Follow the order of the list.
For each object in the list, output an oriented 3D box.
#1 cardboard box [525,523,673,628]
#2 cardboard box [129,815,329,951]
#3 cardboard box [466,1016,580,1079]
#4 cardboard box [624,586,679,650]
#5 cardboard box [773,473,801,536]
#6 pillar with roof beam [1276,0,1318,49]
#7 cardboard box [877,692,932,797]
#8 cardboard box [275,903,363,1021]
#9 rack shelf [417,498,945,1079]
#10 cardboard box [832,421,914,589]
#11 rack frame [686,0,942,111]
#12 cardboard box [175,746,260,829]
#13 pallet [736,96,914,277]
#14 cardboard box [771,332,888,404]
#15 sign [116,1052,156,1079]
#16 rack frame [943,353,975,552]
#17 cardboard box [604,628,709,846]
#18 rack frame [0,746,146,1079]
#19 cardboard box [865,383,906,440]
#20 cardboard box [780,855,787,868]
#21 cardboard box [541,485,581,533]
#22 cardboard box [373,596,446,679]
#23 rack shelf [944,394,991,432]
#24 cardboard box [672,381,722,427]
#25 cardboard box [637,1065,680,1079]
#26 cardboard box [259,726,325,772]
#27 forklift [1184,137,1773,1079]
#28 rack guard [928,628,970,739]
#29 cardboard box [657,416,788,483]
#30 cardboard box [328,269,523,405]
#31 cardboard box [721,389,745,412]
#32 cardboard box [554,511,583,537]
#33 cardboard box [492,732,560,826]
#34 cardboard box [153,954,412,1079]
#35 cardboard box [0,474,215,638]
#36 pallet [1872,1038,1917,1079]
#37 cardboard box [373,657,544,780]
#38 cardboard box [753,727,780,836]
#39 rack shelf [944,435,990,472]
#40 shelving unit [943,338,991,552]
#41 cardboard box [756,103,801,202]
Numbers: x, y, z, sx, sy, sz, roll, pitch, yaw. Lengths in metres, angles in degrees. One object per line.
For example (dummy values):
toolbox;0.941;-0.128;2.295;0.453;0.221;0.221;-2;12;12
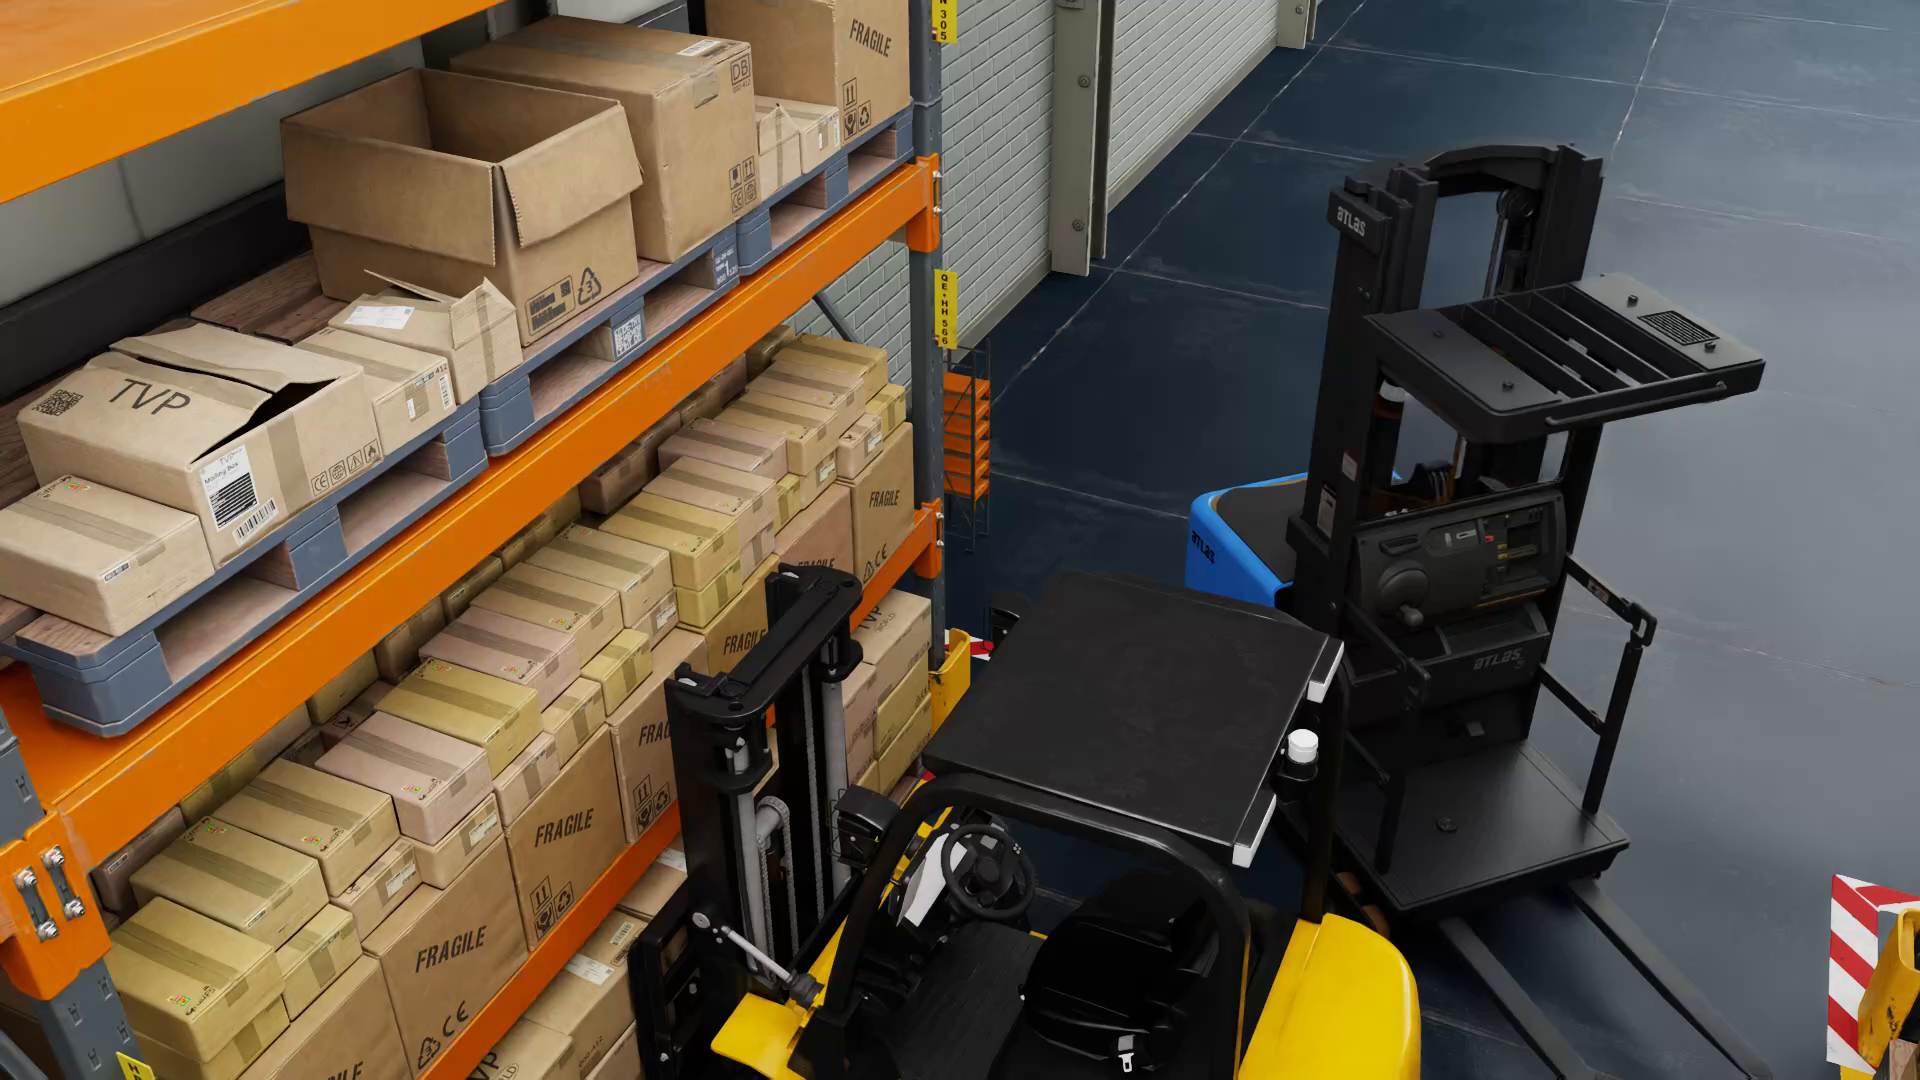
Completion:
cardboard box;-1.140;0.109;5.262;0.380;0.149;0.250;15;36;21
cardboard box;-1.804;0.864;4.112;0.380;0.149;0.250;15;36;21
cardboard box;-1.508;1.682;5.031;0.500;0.250;0.500;14;36;21
cardboard box;-1.136;0.227;5.354;0.380;0.149;0.250;14;36;20
cardboard box;-0.794;-0.151;5.931;0.380;0.149;0.250;14;36;20
pillar with roof beam;7.276;-7.803;12.812;9.100;9.000;0.400;14;36;20
cardboard box;-0.455;0.836;7.233;0.500;0.250;0.500;14;36;21
cardboard box;-1.739;1.006;4.166;0.380;0.149;0.250;15;36;22
rack shelf;-1.382;0.852;5.740;1.077;0.370;4.000;14;36;20
cardboard box;-0.512;-0.182;6.569;0.500;0.500;0.500;13;36;19
rack frame;-0.545;-2.954;5.417;1.000;3.000;0.127;14;36;20
cardboard box;-2.118;0.631;4.467;0.380;0.149;0.250;14;36;20
pallet;-0.864;-1.316;5.736;1.003;0.211;1.213;14;36;20
cardboard box;-0.504;-0.656;6.429;0.380;0.149;0.250;14;36;21
sign;-1.722;1.216;3.545;0.100;0.325;0.005;14;36;20
rack frame;-0.032;-0.463;8.731;0.240;1.200;0.006;14;36;20
cardboard box;-1.152;0.583;5.403;0.500;0.500;0.500;14;36;21
rack frame;-2.219;1.547;4.024;1.000;3.000;0.127;14;36;20
cardboard box;-0.436;-0.521;6.495;0.380;0.149;0.250;15;36;21
cardboard box;-0.881;1.143;6.308;0.500;0.250;0.500;13;36;19
cardboard box;-1.521;-0.142;5.646;0.380;0.149;0.250;13;36;19
cardboard box;-1.794;0.251;5.046;0.380;0.149;0.250;14;36;20
rack shelf;0.006;-0.673;8.693;0.258;0.103;0.180;14;36;20
cardboard box;-1.117;-0.507;6.202;0.380;0.149;0.250;15;36;21
cardboard box;-1.316;1.840;5.701;0.500;0.250;0.500;15;36;21
cardboard box;-2.052;0.614;4.763;0.380;0.149;0.250;14;36;21
forklift;2.011;0.135;6.240;1.130;2.935;3.031;-12;35;-17
rack guard;-0.535;0.588;7.766;1.175;0.500;0.348;14;36;20
cardboard box;-0.835;-0.282;5.860;0.380;0.149;0.250;14;36;21
cardboard box;-1.322;-0.538;4.117;0.396;0.266;0.258;13;36;19
cardboard box;-0.968;-0.511;6.480;0.380;0.149;0.250;14;36;20
cardboard box;-1.525;-0.025;5.738;0.380;0.149;0.250;15;36;22
cardboard box;-1.374;0.634;4.734;0.380;0.149;0.250;14;36;20
cardboard box;-1.796;1.344;4.242;0.500;0.500;0.500;13;35;19
cardboard box;-1.755;0.026;3.362;0.380;0.149;0.250;15;36;21
pallet;3.561;2.292;5.430;1.003;0.211;1.213;14;36;20
cardboard box;-1.405;0.499;4.668;0.380;0.149;0.250;14;36;20
cardboard box;-0.865;0.921;6.191;0.500;0.250;0.500;15;36;21
rack shelf;0.006;-0.472;8.825;0.258;0.103;0.180;14;36;20
shelving unit;0.006;-0.509;8.800;0.258;1.200;0.189;14;36;20
cardboard box;-0.722;-1.252;5.205;0.396;0.266;0.258;14;36;21
